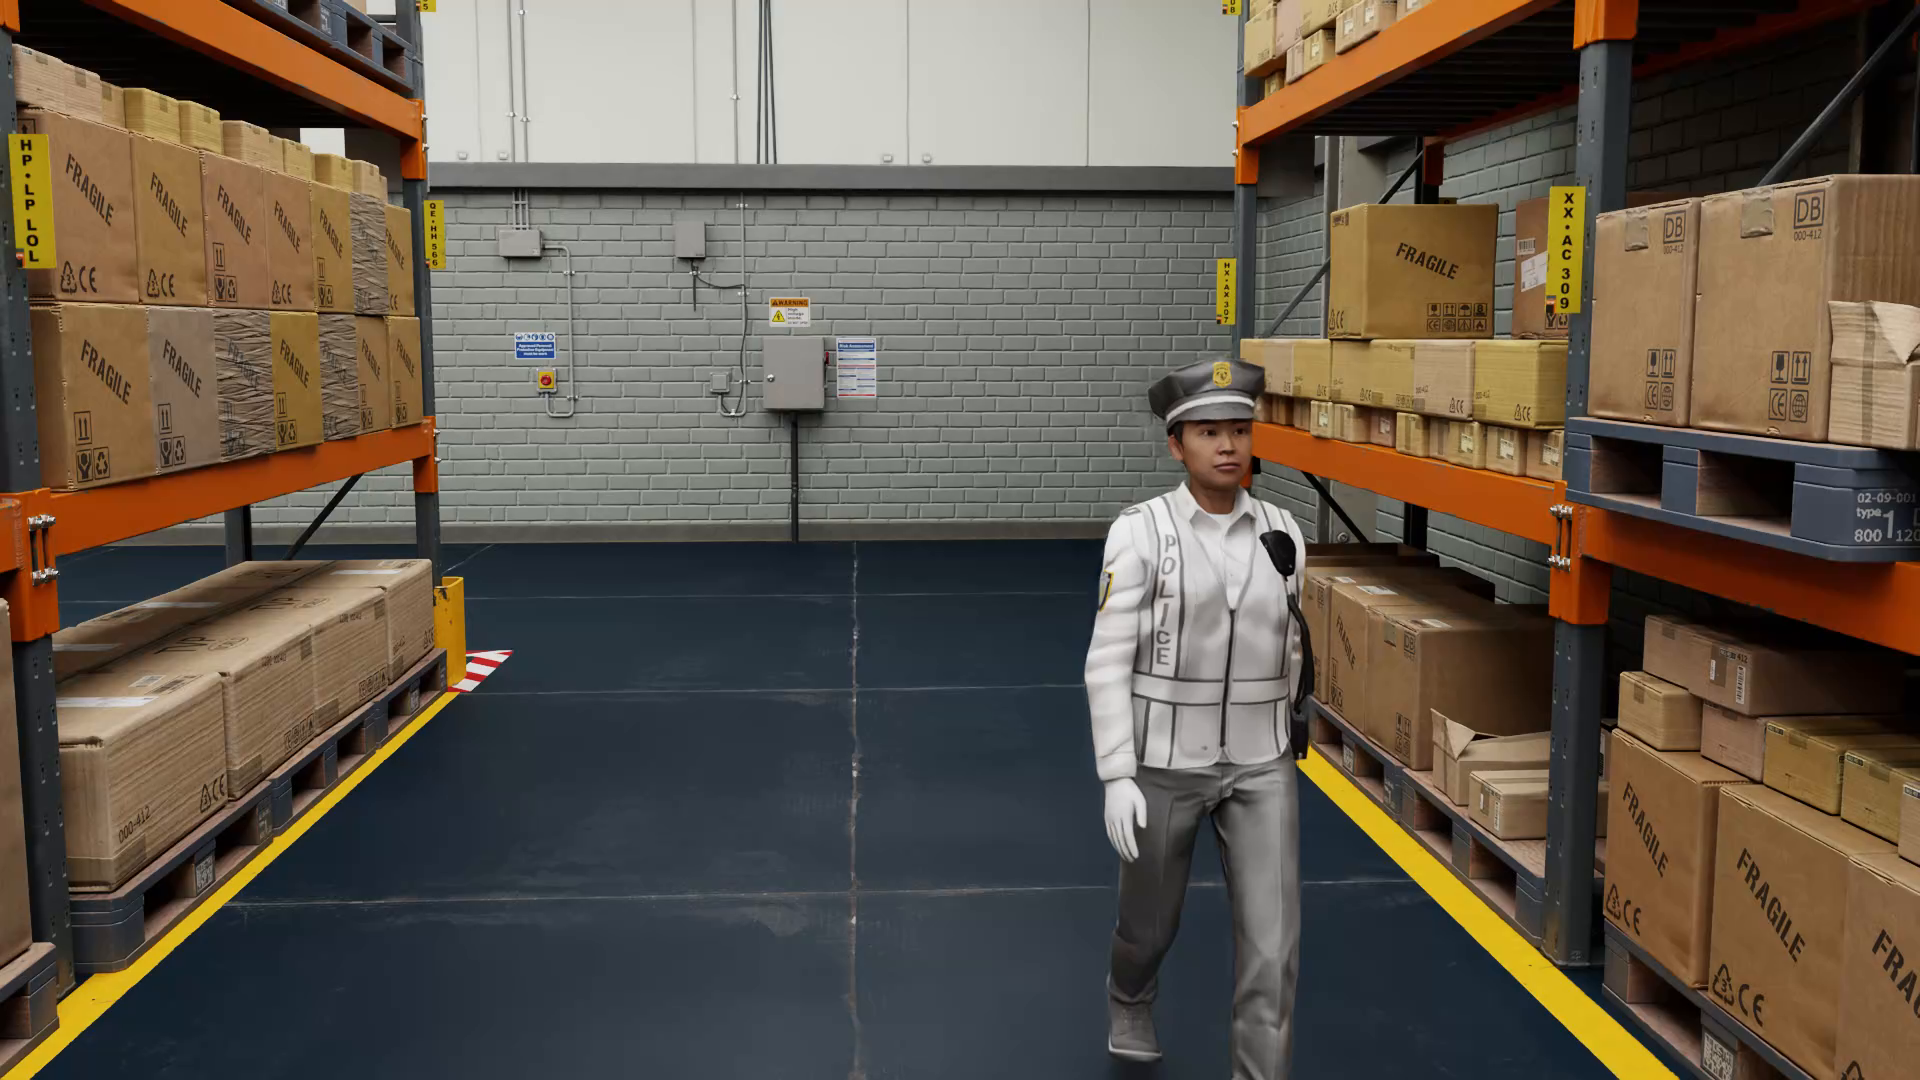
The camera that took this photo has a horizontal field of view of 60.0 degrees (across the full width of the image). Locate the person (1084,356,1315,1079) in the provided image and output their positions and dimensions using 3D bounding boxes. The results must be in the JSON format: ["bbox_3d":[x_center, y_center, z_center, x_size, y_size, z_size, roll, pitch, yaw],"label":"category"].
[{"bbox_3d":[0.489,0.448,3.422,0.483,1.645,0.948,-1,7,-5],"label":"person"}]
